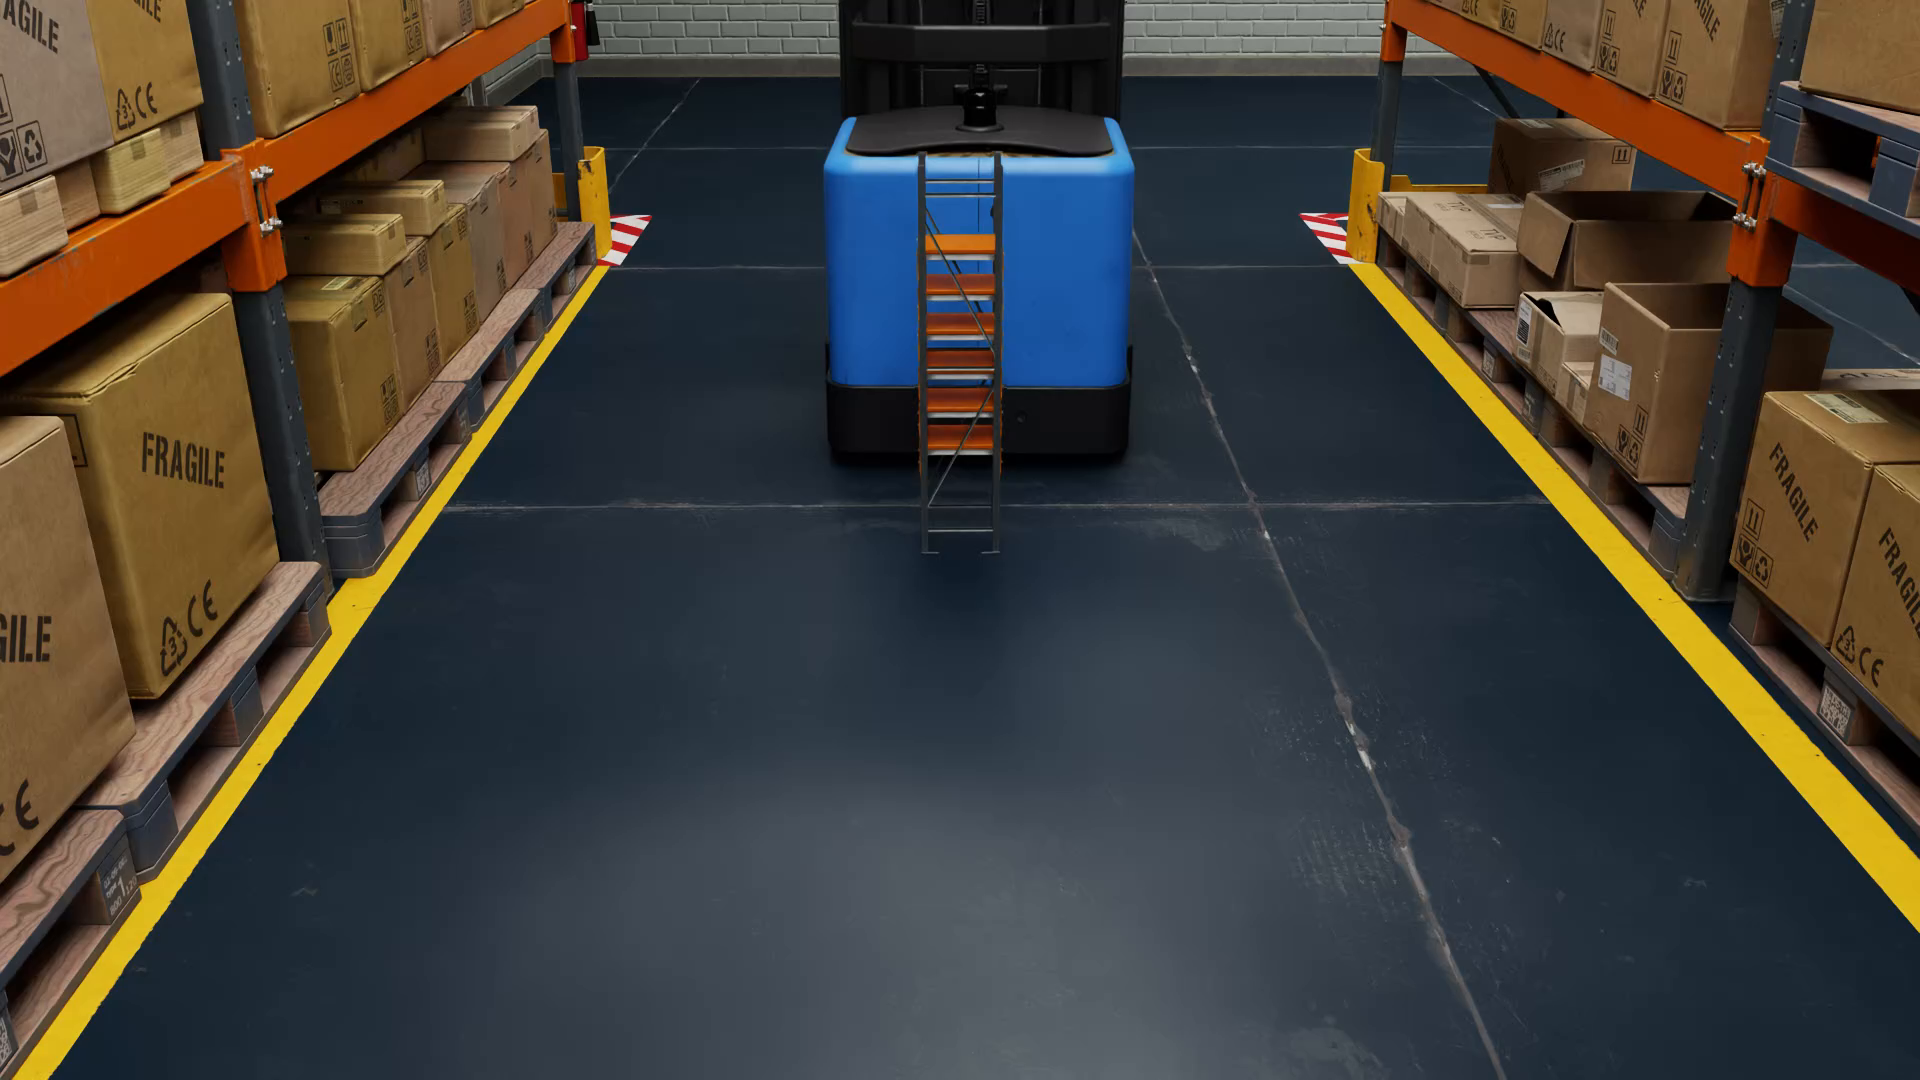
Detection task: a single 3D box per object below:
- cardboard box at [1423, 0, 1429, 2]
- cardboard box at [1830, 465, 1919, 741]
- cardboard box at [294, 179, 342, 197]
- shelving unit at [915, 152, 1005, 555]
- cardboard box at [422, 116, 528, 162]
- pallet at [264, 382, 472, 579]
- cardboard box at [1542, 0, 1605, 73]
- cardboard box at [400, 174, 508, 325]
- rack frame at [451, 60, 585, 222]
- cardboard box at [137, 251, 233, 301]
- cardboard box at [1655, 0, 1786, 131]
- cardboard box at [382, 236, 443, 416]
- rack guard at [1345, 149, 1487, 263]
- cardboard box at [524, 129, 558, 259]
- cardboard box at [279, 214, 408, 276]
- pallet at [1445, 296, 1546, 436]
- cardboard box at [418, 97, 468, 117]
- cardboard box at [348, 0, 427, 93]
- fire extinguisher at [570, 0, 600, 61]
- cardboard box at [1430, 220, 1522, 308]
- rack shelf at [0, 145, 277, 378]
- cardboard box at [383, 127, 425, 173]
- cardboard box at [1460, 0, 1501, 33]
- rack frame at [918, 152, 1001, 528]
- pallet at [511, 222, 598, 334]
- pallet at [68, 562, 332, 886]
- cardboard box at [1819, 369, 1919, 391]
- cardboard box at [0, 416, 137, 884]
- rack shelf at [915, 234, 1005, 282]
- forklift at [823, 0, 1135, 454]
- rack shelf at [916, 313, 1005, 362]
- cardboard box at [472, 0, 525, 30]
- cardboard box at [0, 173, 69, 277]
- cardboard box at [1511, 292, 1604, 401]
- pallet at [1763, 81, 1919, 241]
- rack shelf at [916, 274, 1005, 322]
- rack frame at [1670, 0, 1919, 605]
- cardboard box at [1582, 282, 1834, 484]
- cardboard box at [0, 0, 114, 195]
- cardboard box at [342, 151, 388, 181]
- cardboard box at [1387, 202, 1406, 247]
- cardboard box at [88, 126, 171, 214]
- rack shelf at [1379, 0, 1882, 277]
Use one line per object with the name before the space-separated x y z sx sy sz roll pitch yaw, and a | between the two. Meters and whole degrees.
cardboard box | 2.310 -2.716 7.493 0.500 0.500 0.500 0 24 1
cardboard box | 2.391 0.153 3.771 0.500 0.500 0.500 0 24 0
cardboard box | -2.456 -1.208 6.017 0.380 0.149 0.250 0 24 0
shelving unit | 0.000 -0.541 4.990 0.258 1.200 0.189 0 24 -1
cardboard box | -2.089 -1.733 7.178 0.380 0.149 0.250 0 24 1
pallet | -2.271 -0.225 5.491 1.003 0.211 1.213 0 24 -1
cardboard box | 2.336 -1.880 5.646 0.500 0.500 0.500 0 24 1
cardboard box | -2.265 -1.181 6.745 0.700 0.500 0.500 -1 24 -2
rack frame | -2.384 -2.830 7.868 1.000 3.000 0.127 0 24 -1
cardboard box | -2.443 -0.778 5.066 0.380 0.149 0.250 0 24 -1
cardboard box | 2.351 -1.456 4.708 0.500 0.500 0.500 0 24 0
cardboard box | -2.248 -0.750 5.792 0.700 0.500 0.500 0 24 -1
rack guard | 2.570 -1.684 8.366 1.175 0.500 0.348 0 24 -1
cardboard box | -2.277 -1.595 7.659 0.700 0.500 0.500 0 24 -1
cardboard box | -2.067 -0.980 5.514 0.380 0.149 0.250 1 24 1
pallet | 2.590 -0.722 6.591 1.003 0.211 1.213 0 24 -1
cardboard box | -2.478 -1.941 7.638 0.380 0.149 0.250 0 24 0
cardboard box | -2.333 -1.843 5.321 0.980 0.700 0.700 -1 24 -2
fire extinguisher | -1.924 -2.689 8.102 0.296 0.674 0.183 0 24 -1
cardboard box | 2.302 -1.164 6.987 0.500 0.250 0.500 0 24 -1
rack shelf | -2.319 -0.030 2.549 1.077 0.370 4.000 0 24 -1
cardboard box | -2.469 -1.629 6.948 0.380 0.149 0.250 0 24 0
cardboard box | 2.324 -2.296 6.565 0.500 0.500 0.500 0 24 -1
rack frame | -0.001 -0.578 5.073 0.240 1.200 0.006 0 24 -1
pallet | -2.297 -1.230 7.715 1.003 0.211 1.213 0 24 -1
pallet | -2.257 0.406 4.096 1.003 0.211 1.213 0 24 -1
cardboard box | 2.825 -0.355 5.124 0.500 0.311 0.500 0 24 -1
cardboard box | -2.191 0.240 3.179 0.750 0.750 0.750 0 24 1
rack shelf | 0.000 -0.828 4.860 0.258 0.103 0.180 0 24 -1
forklift | 0.086 -2.192 6.540 1.130 2.935 3.031 0 24 1
rack shelf | 0.000 -0.610 4.958 0.258 0.103 0.180 0 24 -1
cardboard box | -2.350 -2.457 6.679 0.980 0.700 0.700 0 24 -1
cardboard box | -2.008 -0.619 3.259 0.380 0.149 0.250 0 24 -1
cardboard box | 2.315 -0.724 5.939 0.500 0.311 0.500 0 24 -1
pallet | 2.512 -0.788 3.586 1.003 0.211 1.213 0 24 -1
rack shelf | 0.000 -0.719 4.909 0.258 0.103 0.180 0 24 -1
rack frame | 2.613 -1.206 4.276 1.000 3.000 0.127 0 24 -1
cardboard box | 2.323 -0.501 5.217 0.500 0.500 0.500 0 24 -1
cardboard box | -2.068 -0.973 3.254 0.500 0.500 0.500 0 24 0
cardboard box | -2.462 -1.418 6.483 0.380 0.149 0.250 0 24 0
cardboard box | 2.233 -1.486 7.801 0.380 0.166 0.250 0 24 -1
cardboard box | -2.027 -0.835 3.736 0.380 0.149 0.250 0 24 0
rack shelf | 2.591 -1.702 6.246 1.077 0.370 4.000 0 24 -1
